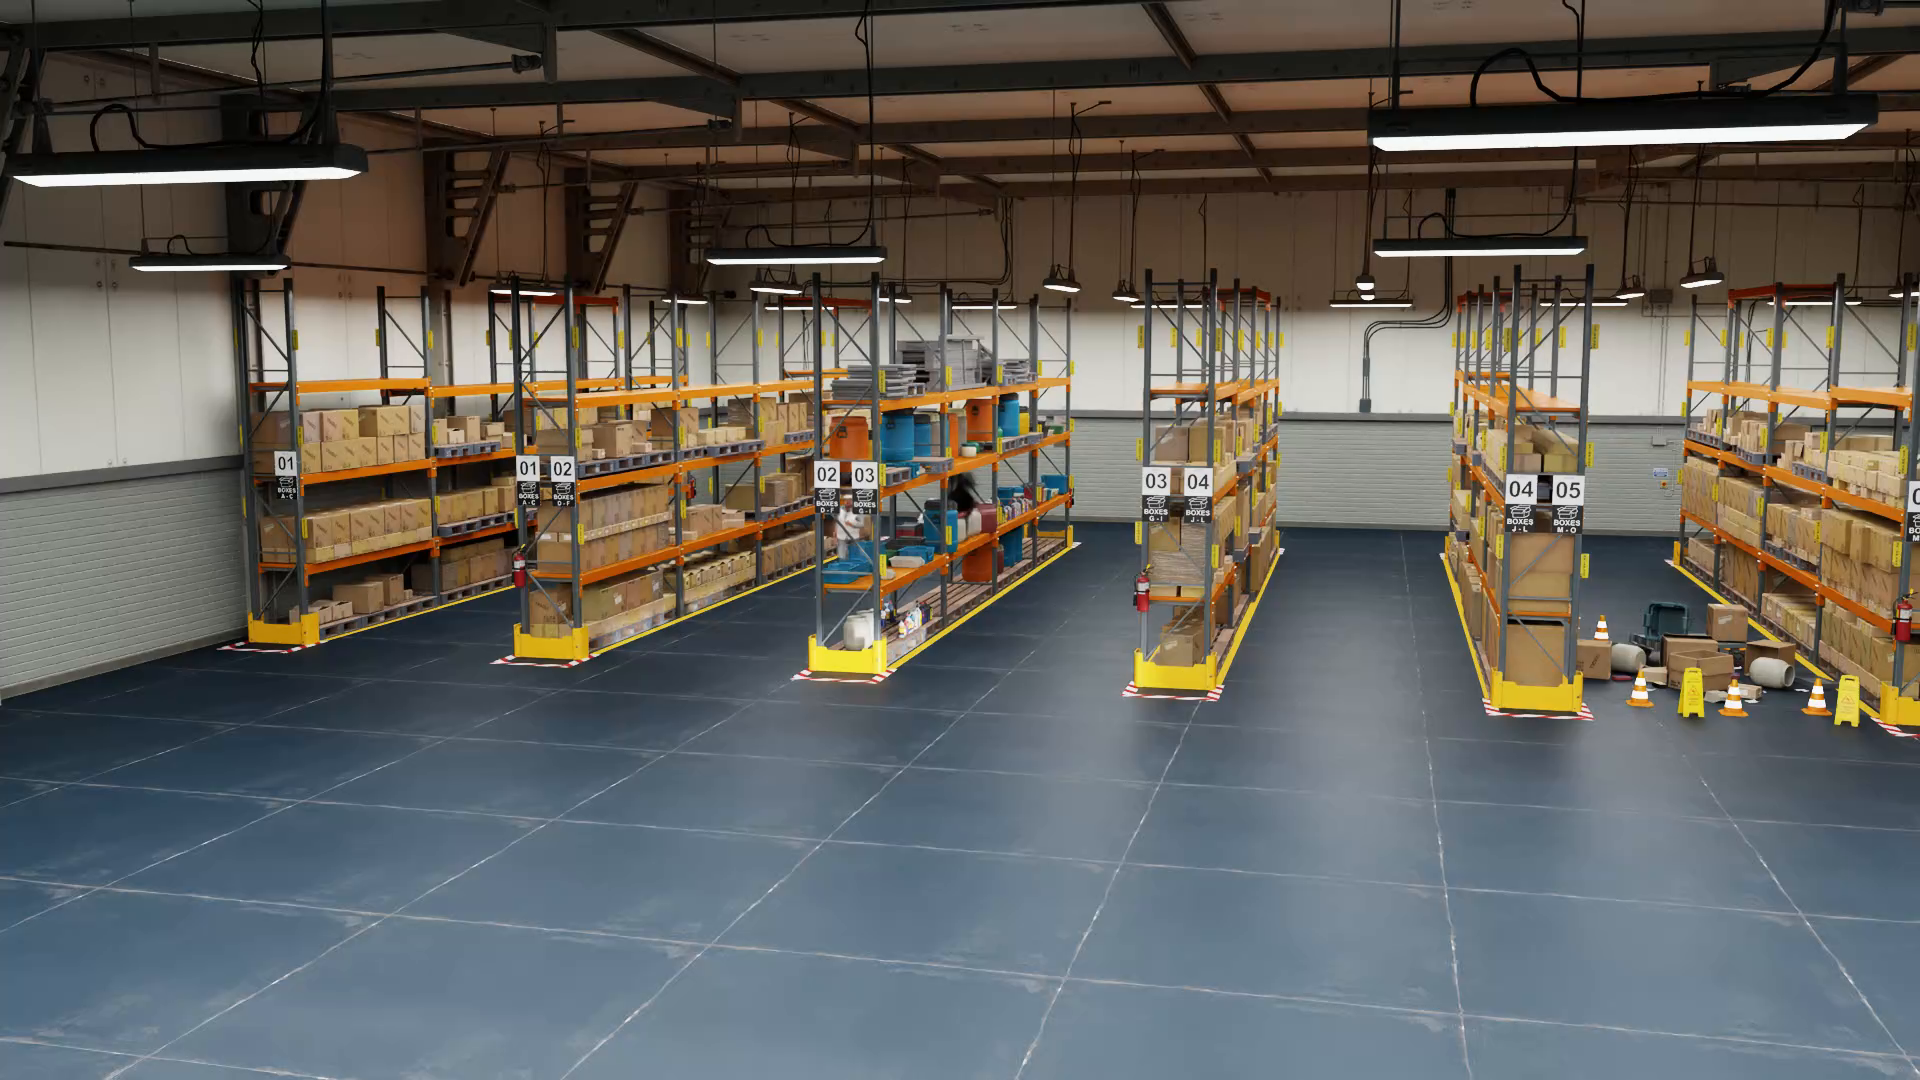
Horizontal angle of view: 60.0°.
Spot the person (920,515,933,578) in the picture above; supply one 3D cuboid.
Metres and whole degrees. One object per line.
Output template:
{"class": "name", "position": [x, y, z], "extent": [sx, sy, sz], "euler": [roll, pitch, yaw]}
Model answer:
{"class": "person", "position": [-0.676, -0.037, 35.471], "extent": [0.540, 1.631, 0.574], "euler": [1, 7, 11]}

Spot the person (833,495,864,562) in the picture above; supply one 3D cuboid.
{"class": "person", "position": [-2.145, -0.011, 31.858], "extent": [0.640, 1.795, 0.871], "euler": [1, 7, 10]}
